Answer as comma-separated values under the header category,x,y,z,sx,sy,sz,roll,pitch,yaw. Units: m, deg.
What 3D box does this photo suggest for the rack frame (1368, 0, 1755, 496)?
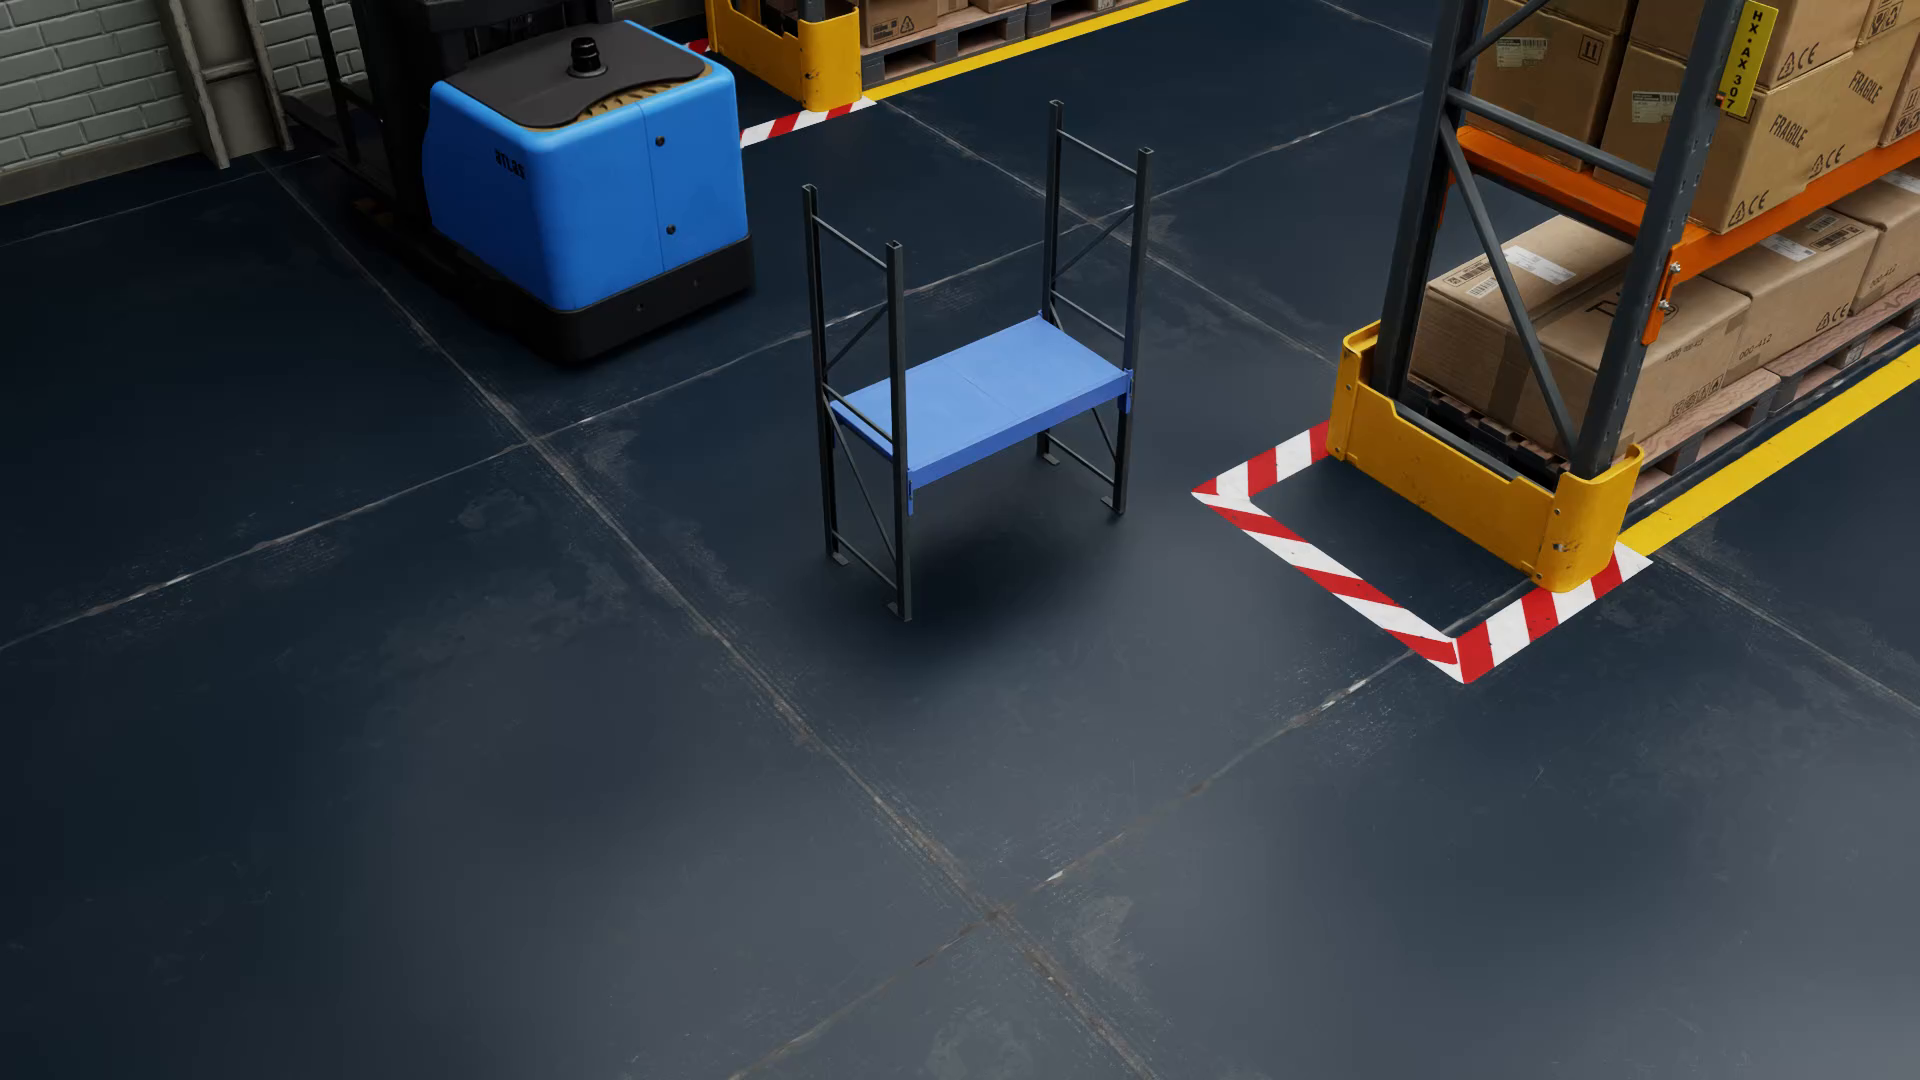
category,x,y,z,sx,sy,sz,roll,pitch,yaw
rack frame,1.957,-1.319,5.493,0.127,3.000,1.000,-26,46,-28

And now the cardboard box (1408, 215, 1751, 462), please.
category,x,y,z,sx,sy,sz,roll,pitch,yaw
cardboard box,2.420,-0.796,6.545,0.875,0.438,0.875,-28,47,-29

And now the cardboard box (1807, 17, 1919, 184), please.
category,x,y,z,sx,sy,sz,roll,pitch,yaw
cardboard box,2.897,-1.608,5.767,0.500,0.500,0.500,-27,46,-29

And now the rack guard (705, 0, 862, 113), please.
category,x,y,z,sx,sy,sz,roll,pitch,yaw
rack guard,-1.010,-2.877,9.363,0.348,0.500,1.175,-26,46,-28

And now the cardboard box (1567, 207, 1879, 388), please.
category,x,y,z,sx,sy,sz,roll,pitch,yaw
cardboard box,3.140,-1.154,6.981,0.875,0.438,0.875,-25,45,-27

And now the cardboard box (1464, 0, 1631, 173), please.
category,x,y,z,sx,sy,sz,roll,pitch,yaw
cardboard box,2.179,-1.677,5.851,0.500,0.500,0.500,-26,46,-28

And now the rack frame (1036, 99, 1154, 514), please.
category,x,y,z,sx,sy,sz,roll,pitch,yaw
rack frame,0.471,-0.809,6.054,0.032,1.500,0.500,-26,46,-28

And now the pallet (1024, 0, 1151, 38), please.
category,x,y,z,sx,sy,sz,roll,pitch,yaw
pallet,0.588,-3.542,10.402,1.213,0.211,1.003,-26,46,-28

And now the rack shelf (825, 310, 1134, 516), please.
category,x,y,z,sx,sy,sz,roll,pitch,yaw
rack shelf,0.068,-0.474,5.929,1.000,0.185,0.538,-26,46,-28

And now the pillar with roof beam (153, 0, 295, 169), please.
category,x,y,z,sx,sy,sz,roll,pitch,yaw
pillar with roof beam,-1.134,-3.380,3.275,0.400,9.000,9.100,-26,46,-28

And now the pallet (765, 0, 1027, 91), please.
category,x,y,z,sx,sy,sz,roll,pitch,yaw
pallet,-0.378,-3.074,9.830,1.213,0.211,1.003,-26,46,-28

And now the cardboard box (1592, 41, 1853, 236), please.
category,x,y,z,sx,sy,sz,roll,pitch,yaw
cardboard box,2.513,-1.399,5.511,0.500,0.500,0.500,-26,46,-28

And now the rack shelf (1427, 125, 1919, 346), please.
category,x,y,z,sx,sy,sz,roll,pitch,yaw
rack shelf,3.543,-1.814,6.663,4.000,0.370,1.077,-26,46,-28

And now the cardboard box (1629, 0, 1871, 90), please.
category,x,y,z,sx,sy,sz,roll,pitch,yaw
cardboard box,2.511,-1.787,5.196,0.500,0.500,0.500,-27,46,-29

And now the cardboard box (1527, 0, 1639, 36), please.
category,x,y,z,sx,sy,sz,roll,pitch,yaw
cardboard box,2.194,-2.050,5.517,0.500,0.500,0.500,-24,45,-27

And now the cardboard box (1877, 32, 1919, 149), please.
category,x,y,z,sx,sy,sz,roll,pitch,yaw
cardboard box,3.311,-1.796,5.995,0.500,0.500,0.500,-26,46,-28

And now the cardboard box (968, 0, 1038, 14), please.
category,x,y,z,sx,sy,sz,roll,pitch,yaw
cardboard box,0.174,-3.509,9.803,0.500,0.500,0.700,-24,45,-26

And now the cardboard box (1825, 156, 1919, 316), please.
category,x,y,z,sx,sy,sz,roll,pitch,yaw
cardboard box,3.856,-1.502,7.405,0.875,0.438,0.875,-27,47,-29

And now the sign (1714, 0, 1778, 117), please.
category,x,y,z,sx,sy,sz,roll,pitch,yaw
sign,2.291,-1.403,4.850,0.005,0.325,0.100,-26,46,-28

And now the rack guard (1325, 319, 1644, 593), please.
category,x,y,z,sx,sy,sz,roll,pitch,yaw
rack guard,1.938,-0.343,6.274,0.348,0.500,1.175,-26,46,-28

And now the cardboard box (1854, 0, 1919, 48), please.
category,x,y,z,sx,sy,sz,roll,pitch,yaw
cardboard box,2.917,-1.990,5.443,0.500,0.500,0.500,-27,47,-29

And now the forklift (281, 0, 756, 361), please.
category,x,y,z,sx,sy,sz,roll,pitch,yaw
forklift,-2.314,-2.732,7.269,1.130,2.935,3.031,-31,49,-32

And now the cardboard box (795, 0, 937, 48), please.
category,x,y,z,sx,sy,sz,roll,pitch,yaw
cardboard box,-0.528,-3.200,9.423,0.637,0.503,0.797,-28,47,-30

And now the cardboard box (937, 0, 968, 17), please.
category,x,y,z,sx,sy,sz,roll,pitch,yaw
cardboard box,-0.167,-3.207,9.711,0.250,0.149,0.380,-28,47,-30

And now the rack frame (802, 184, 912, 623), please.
category,x,y,z,sx,sy,sz,roll,pitch,yaw
rack frame,-0.335,-0.416,5.575,0.032,1.500,0.500,-26,46,-28

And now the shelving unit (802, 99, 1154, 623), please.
category,x,y,z,sx,sy,sz,roll,pitch,yaw
shelving unit,0.068,-0.613,5.815,1.048,1.500,0.538,-26,46,-28

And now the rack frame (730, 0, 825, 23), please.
category,x,y,z,sx,sy,sz,roll,pitch,yaw
rack frame,-1.070,-3.814,8.534,0.127,3.000,1.000,-26,46,-28

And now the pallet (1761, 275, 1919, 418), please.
category,x,y,z,sx,sy,sz,roll,pitch,yaw
pallet,3.510,-1.058,7.374,1.213,0.211,1.003,-26,46,-28

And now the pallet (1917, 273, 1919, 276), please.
category,x,y,z,sx,sy,sz,roll,pitch,yaw
pallet,4.478,-1.532,7.952,1.213,0.211,1.003,-26,46,-28

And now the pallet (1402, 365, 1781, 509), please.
category,x,y,z,sx,sy,sz,roll,pitch,yaw
pallet,2.544,-0.589,6.802,1.213,0.211,1.003,-26,46,-28
